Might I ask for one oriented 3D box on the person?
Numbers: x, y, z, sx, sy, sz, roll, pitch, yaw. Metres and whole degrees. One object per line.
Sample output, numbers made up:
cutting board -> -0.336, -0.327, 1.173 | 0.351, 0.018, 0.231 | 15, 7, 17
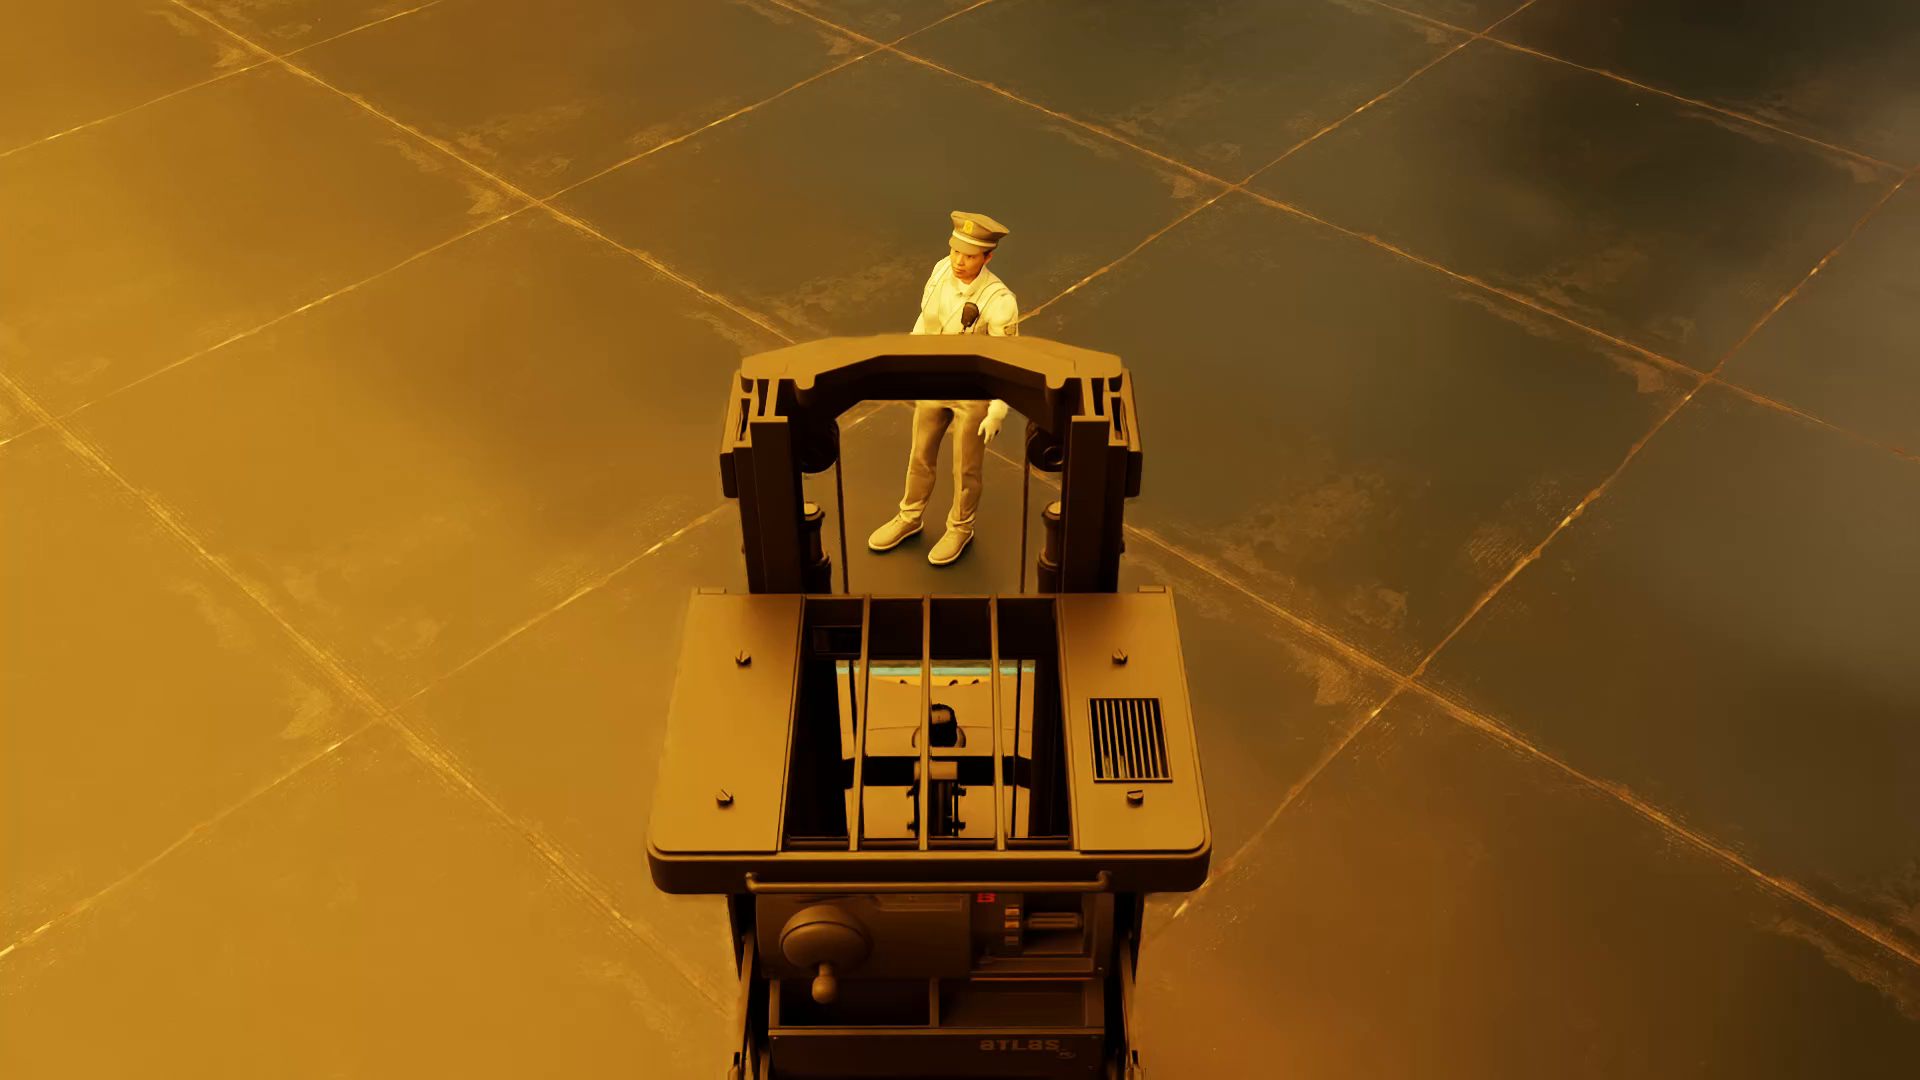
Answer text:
person -> -0.050, -0.619, 7.088 | 0.587, 1.696, 0.534 | 31, 49, 31

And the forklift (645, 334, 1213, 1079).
forklift -> -0.061, 1.082, 4.166 | 1.130, 2.935, 3.031 | 0, 41, 0
